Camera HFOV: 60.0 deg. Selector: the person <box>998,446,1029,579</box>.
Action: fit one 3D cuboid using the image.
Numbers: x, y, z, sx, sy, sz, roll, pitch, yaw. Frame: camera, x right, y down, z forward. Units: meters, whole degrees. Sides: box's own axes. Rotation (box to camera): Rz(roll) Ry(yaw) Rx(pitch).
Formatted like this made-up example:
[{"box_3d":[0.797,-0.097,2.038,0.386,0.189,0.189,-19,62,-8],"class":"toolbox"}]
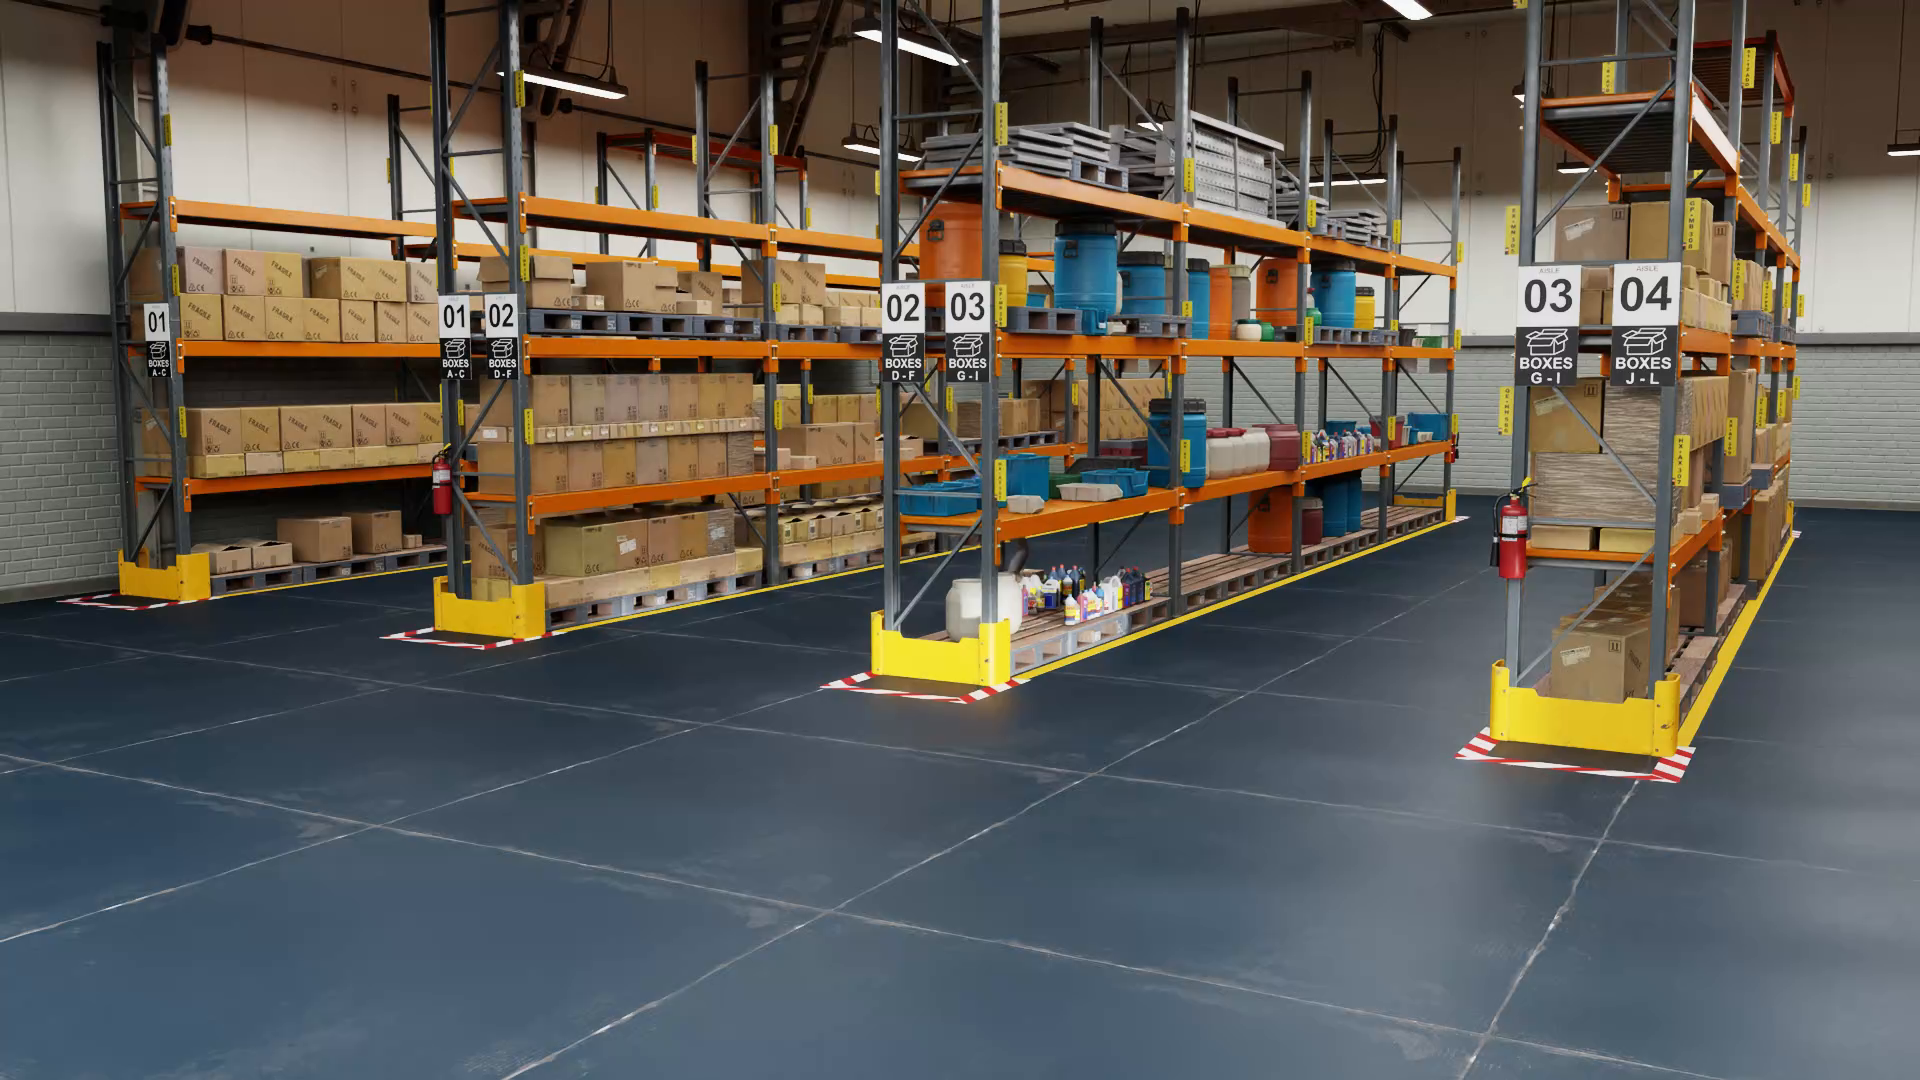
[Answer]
[{"box_3d":[0.487,-0.193,17.986,0.491,1.656,0.537,3,7,24],"class":"person"}]
